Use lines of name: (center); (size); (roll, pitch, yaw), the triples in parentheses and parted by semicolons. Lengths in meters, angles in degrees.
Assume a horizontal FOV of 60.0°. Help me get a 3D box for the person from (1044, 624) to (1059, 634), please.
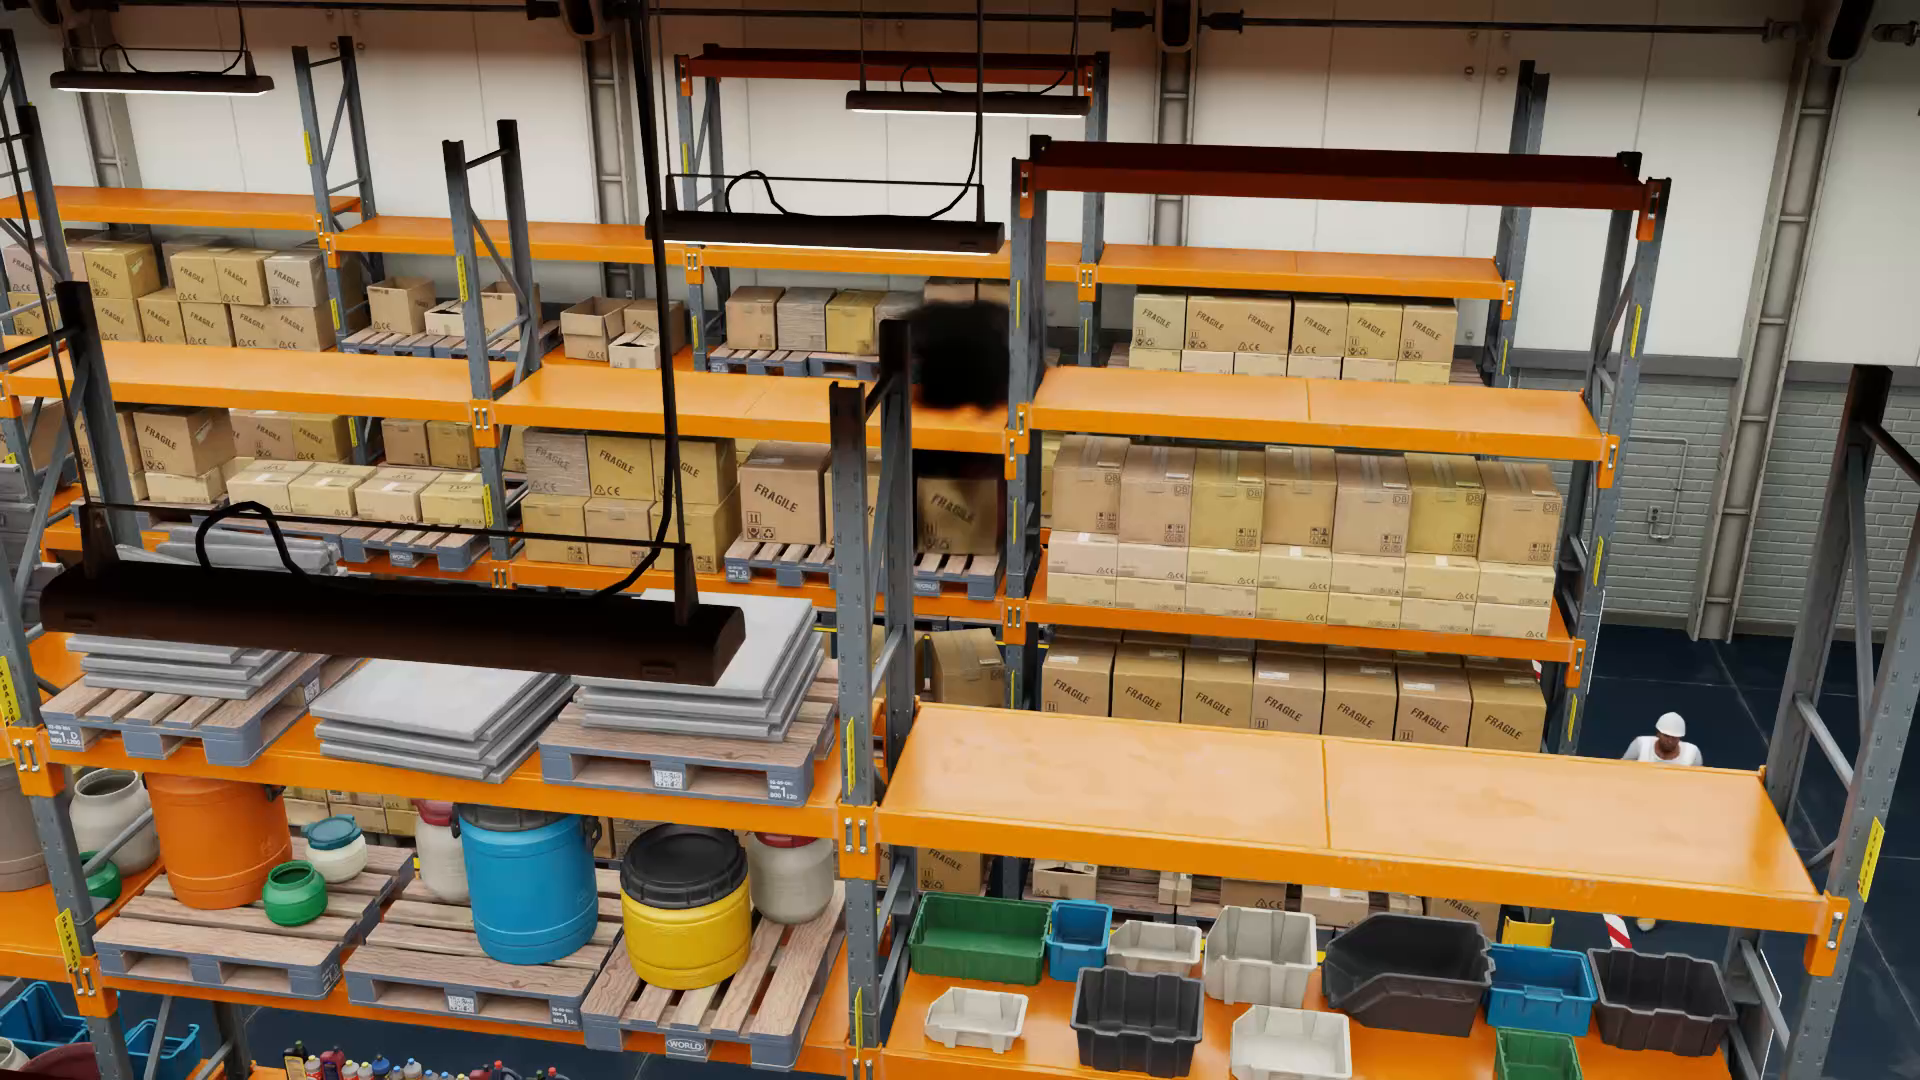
person: (1.191, 0.998, 15.878); (0.769, 1.676, 0.681); (-2, 23, -4)

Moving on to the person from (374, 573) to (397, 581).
person: (-5.219, 1.015, 15.858); (0.572, 1.670, 0.661); (0, 23, 1)

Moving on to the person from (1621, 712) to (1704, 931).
person: (5.454, 2.105, 13.048); (0.638, 1.748, 0.807); (14, 27, 29)
